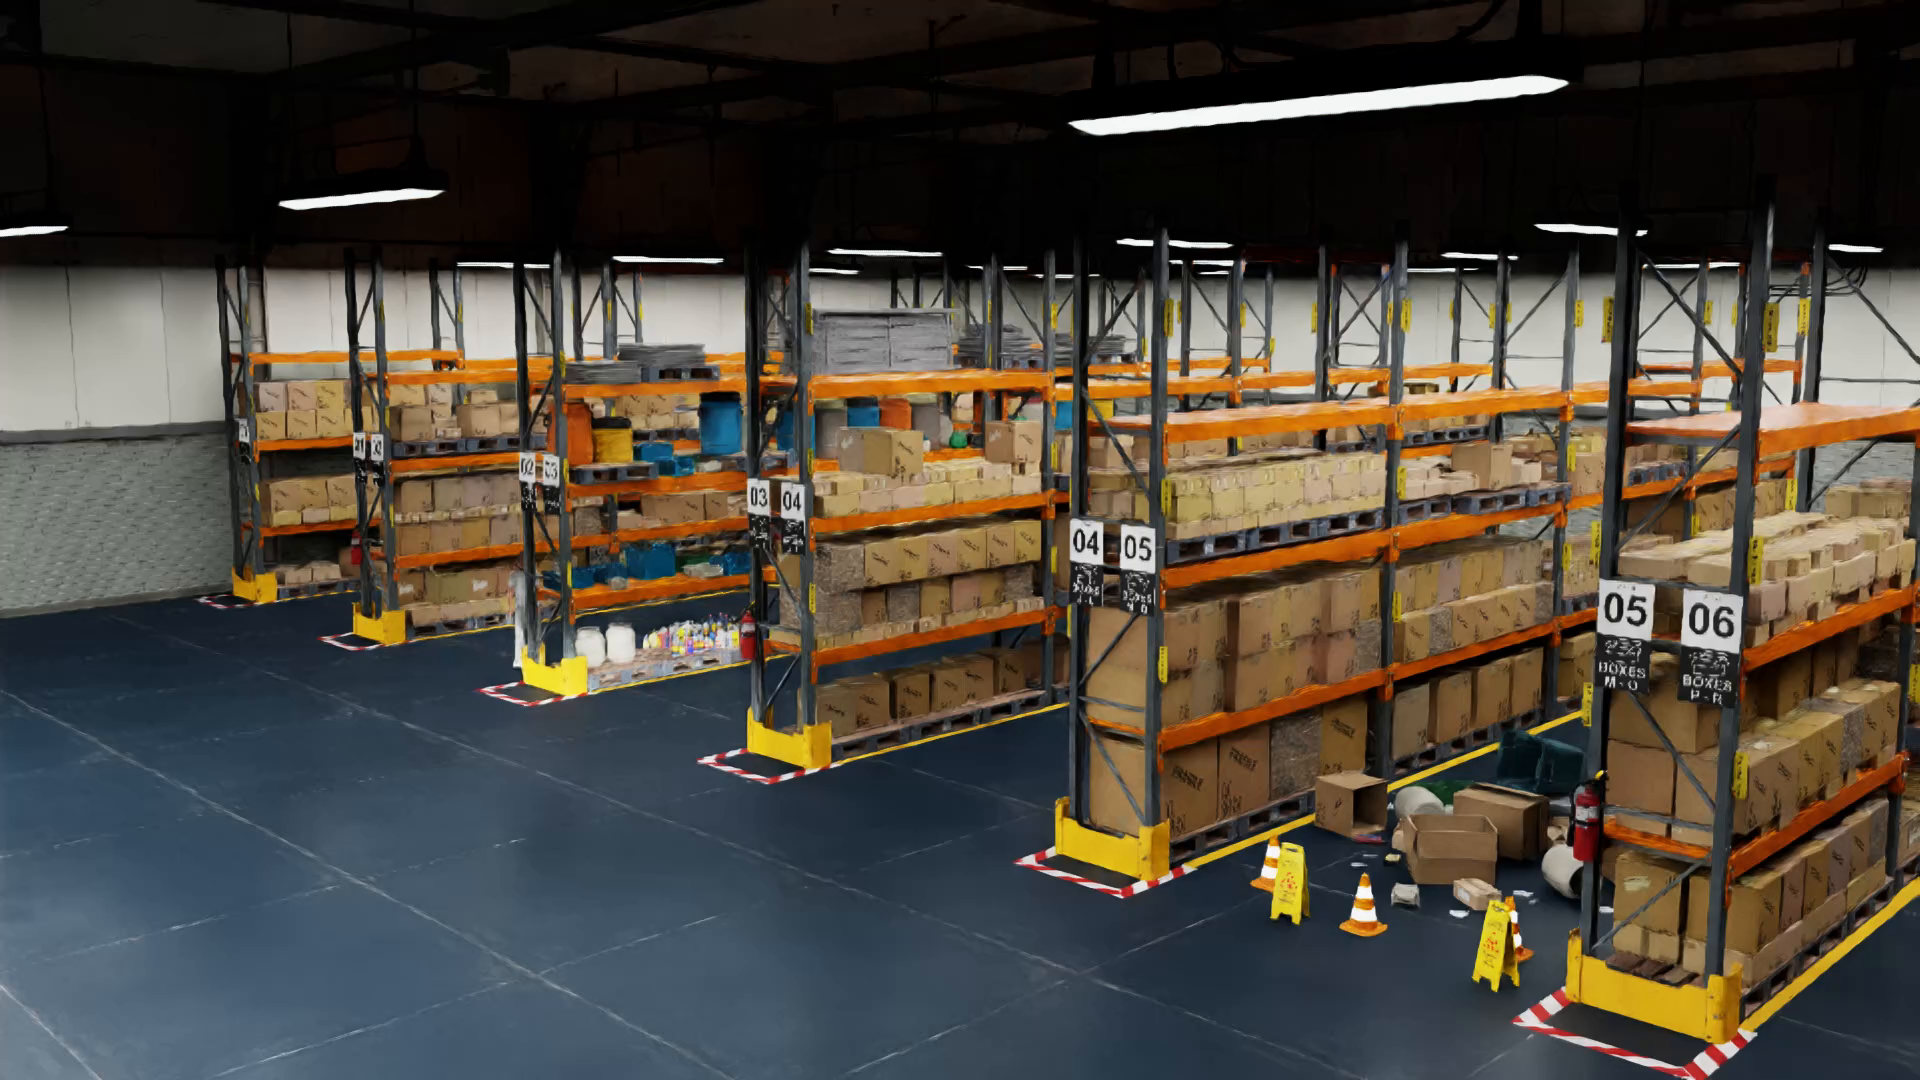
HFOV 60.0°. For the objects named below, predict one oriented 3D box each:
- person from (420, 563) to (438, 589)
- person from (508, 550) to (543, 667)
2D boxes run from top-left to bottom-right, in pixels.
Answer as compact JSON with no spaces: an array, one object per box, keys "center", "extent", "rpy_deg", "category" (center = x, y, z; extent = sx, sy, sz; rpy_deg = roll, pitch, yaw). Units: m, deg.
[{"center":[-9.591,0.010,30.282],"extent":[0.463,1.731,0.598],"rpy_deg":[3,9,18],"category":"person"},{"center":[-6.218,0.962,23.796],"extent":[0.486,1.674,0.482],"rpy_deg":[-2,8,-17],"category":"person"}]
